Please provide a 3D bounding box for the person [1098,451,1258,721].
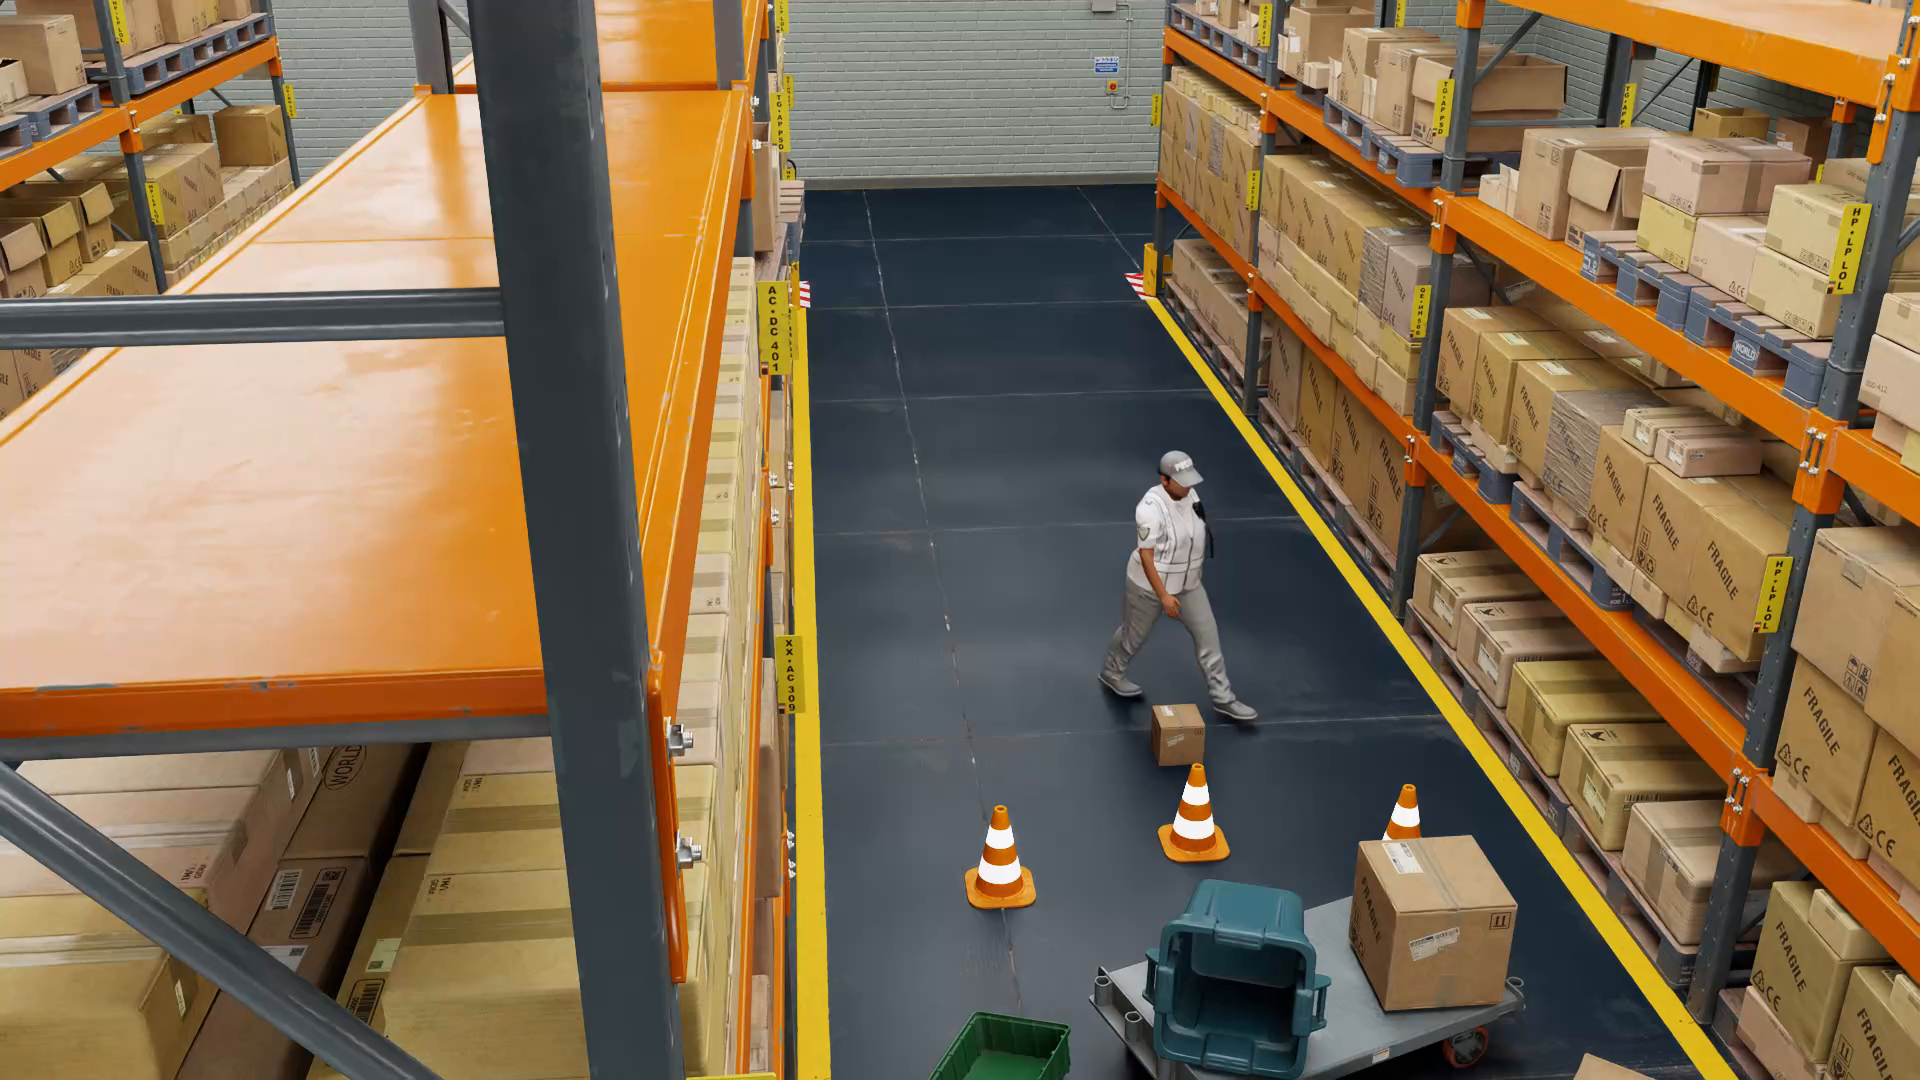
[{"bbox_3d":[1.259,0.248,9.543,0.561,1.611,0.950,-15,28,-30],"label":"person"}]
